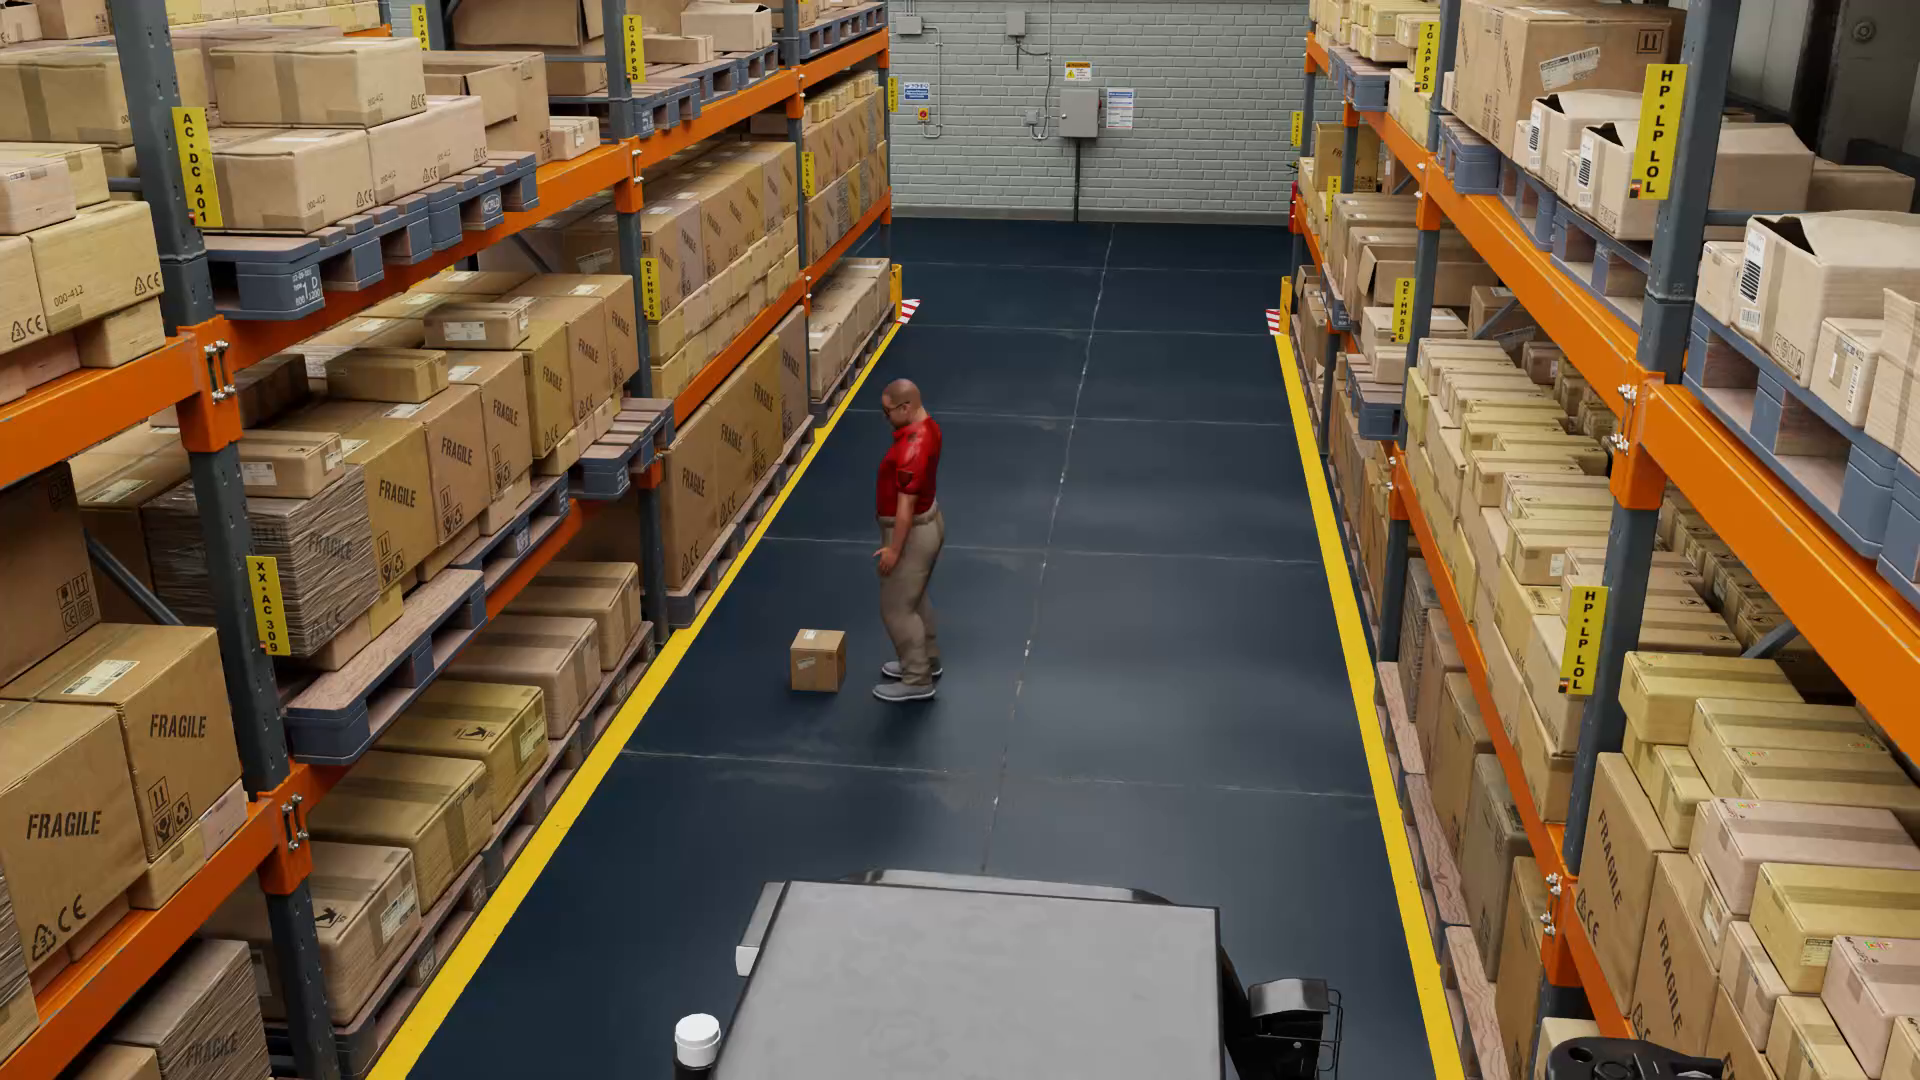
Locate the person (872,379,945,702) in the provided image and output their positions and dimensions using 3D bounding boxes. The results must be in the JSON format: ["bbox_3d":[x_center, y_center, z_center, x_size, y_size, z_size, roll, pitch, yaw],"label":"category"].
[{"bbox_3d":[-0.270,-0.003,8.638,0.357,1.717,0.534,3,21,7],"label":"person"}]
